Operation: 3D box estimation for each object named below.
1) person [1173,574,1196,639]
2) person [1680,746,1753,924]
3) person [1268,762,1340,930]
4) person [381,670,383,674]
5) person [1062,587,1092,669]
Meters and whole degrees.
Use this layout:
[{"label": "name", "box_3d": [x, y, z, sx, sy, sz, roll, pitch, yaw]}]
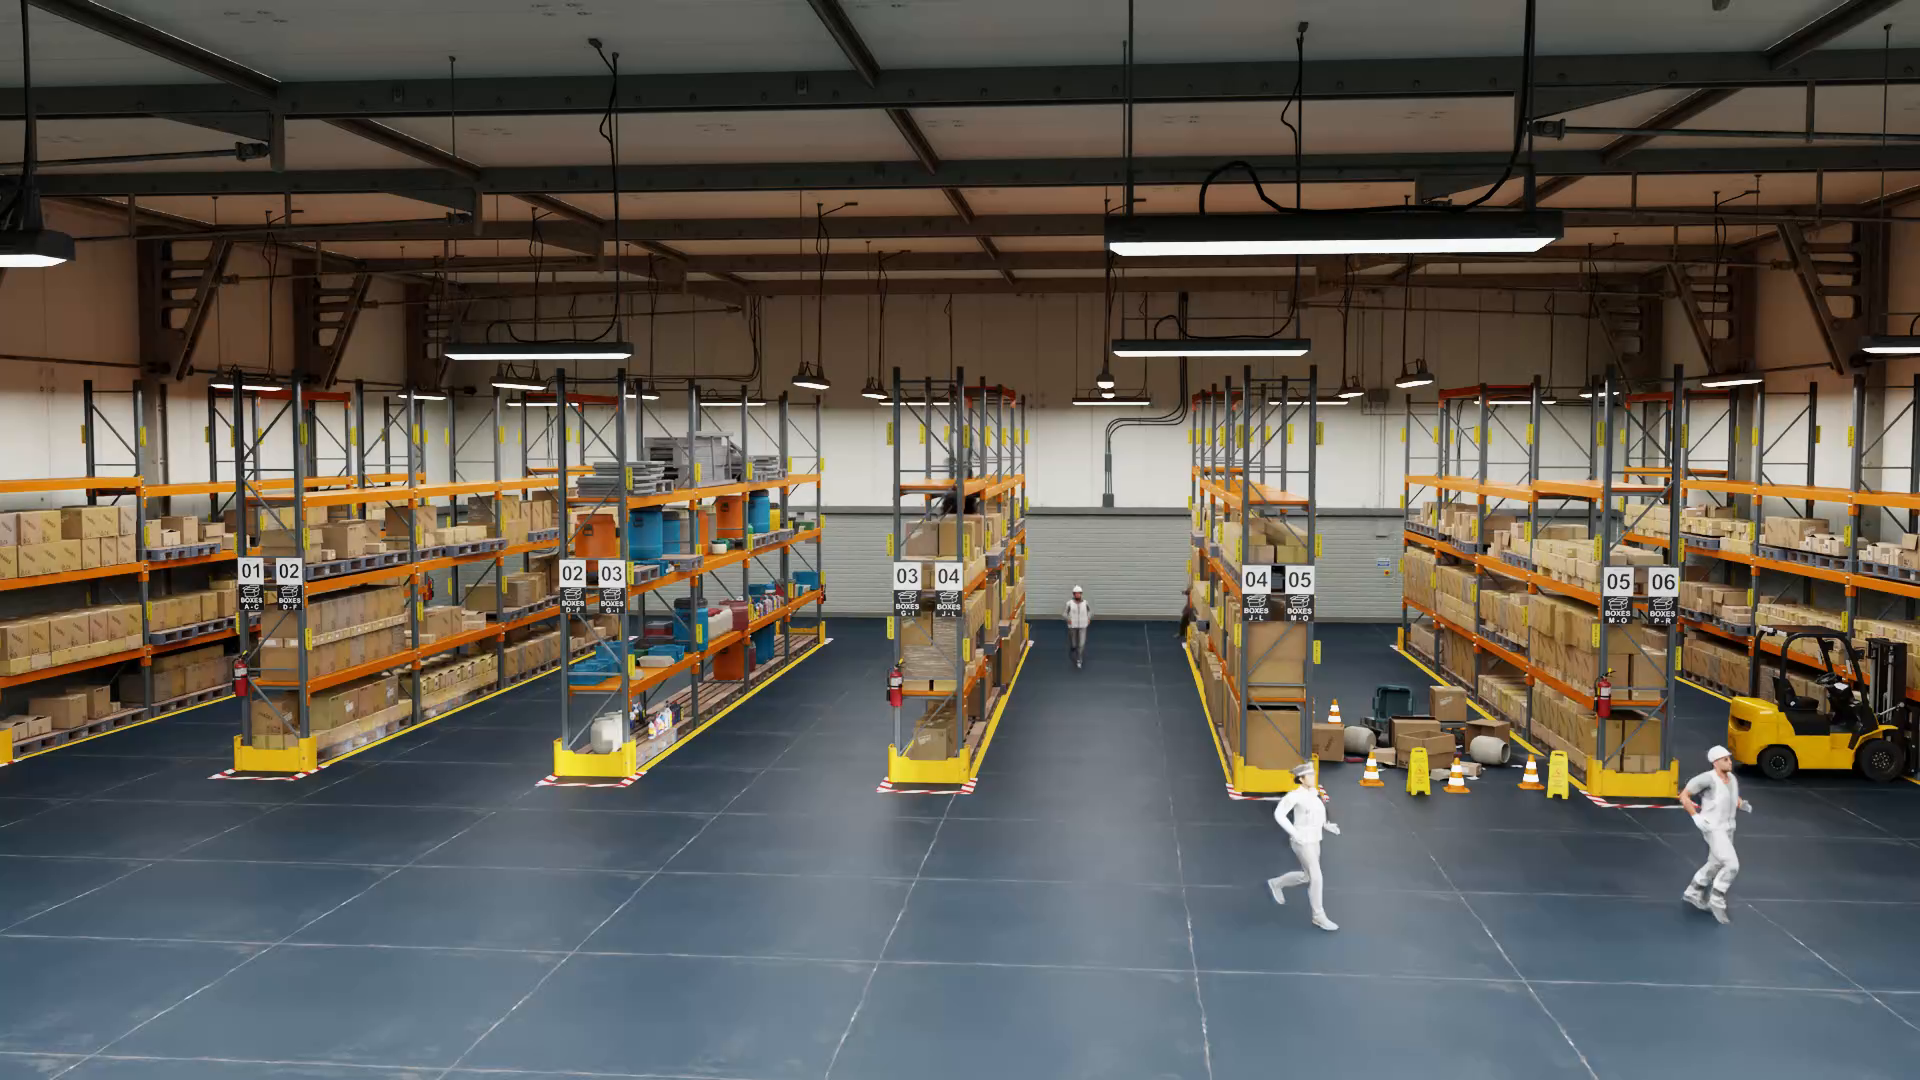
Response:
[{"label": "person", "box_3d": [5.653, 1.703, 40.780, 0.942, 1.526, 0.696, 1, 4, 14]}, {"label": "person", "box_3d": [7.870, 3.045, 17.307, 0.706, 1.836, 0.671, -2, 4, -33]}, {"label": "person", "box_3d": [3.534, 3.112, 17.099, 0.802, 1.696, 0.618, 3, 5, 41]}, {"label": "person", "box_3d": [-11.255, 2.070, 32.111, 0.691, 1.721, 0.944, 0, 4, 5]}, {"label": "person", "box_3d": [2.563, 1.889, 36.213, 0.668, 1.758, 0.809, 0, 4, -2]}]
